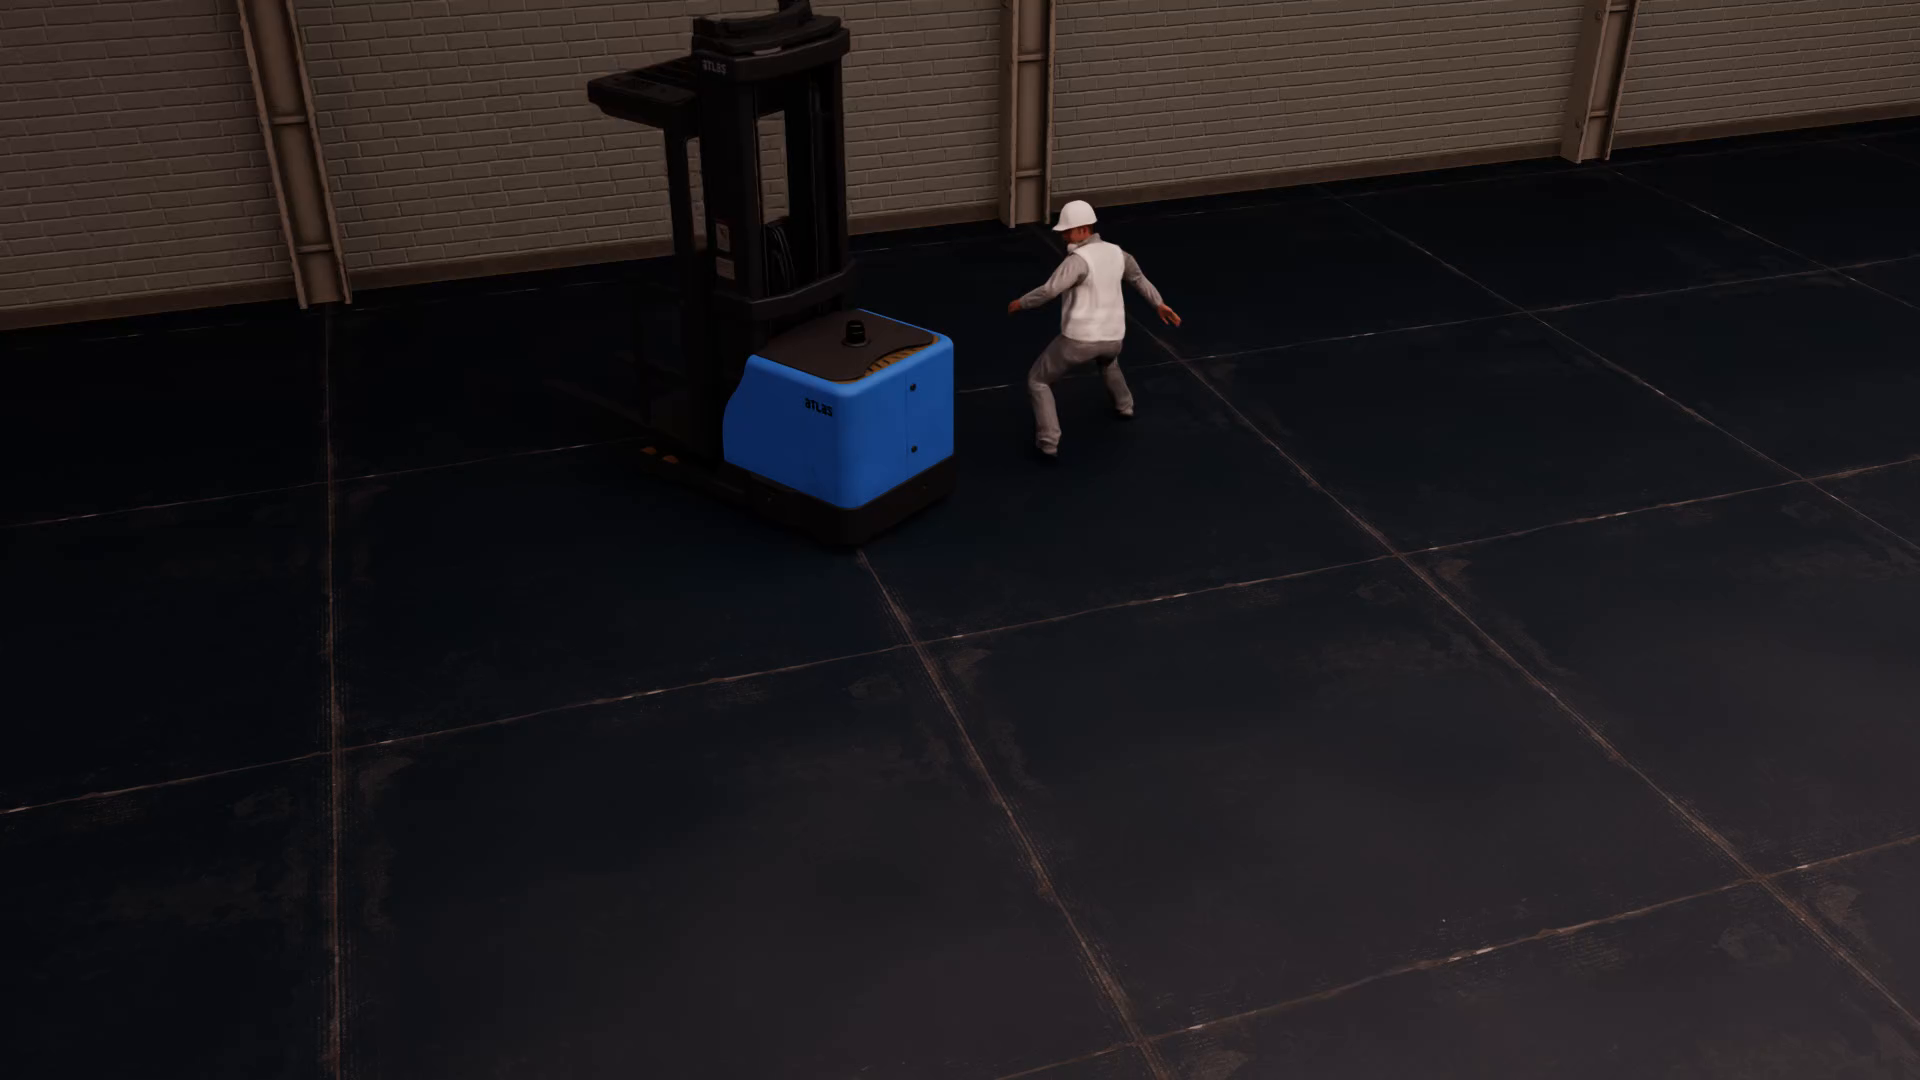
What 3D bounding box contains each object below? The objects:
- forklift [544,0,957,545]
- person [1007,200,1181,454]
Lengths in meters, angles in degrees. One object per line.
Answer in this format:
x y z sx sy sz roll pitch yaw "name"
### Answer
-1.488 -1.831 10.269 3.031 2.935 1.130 22 36 33 "forklift"
0.868 -1.360 10.890 1.067 1.730 0.563 -18 35 -29 "person"
